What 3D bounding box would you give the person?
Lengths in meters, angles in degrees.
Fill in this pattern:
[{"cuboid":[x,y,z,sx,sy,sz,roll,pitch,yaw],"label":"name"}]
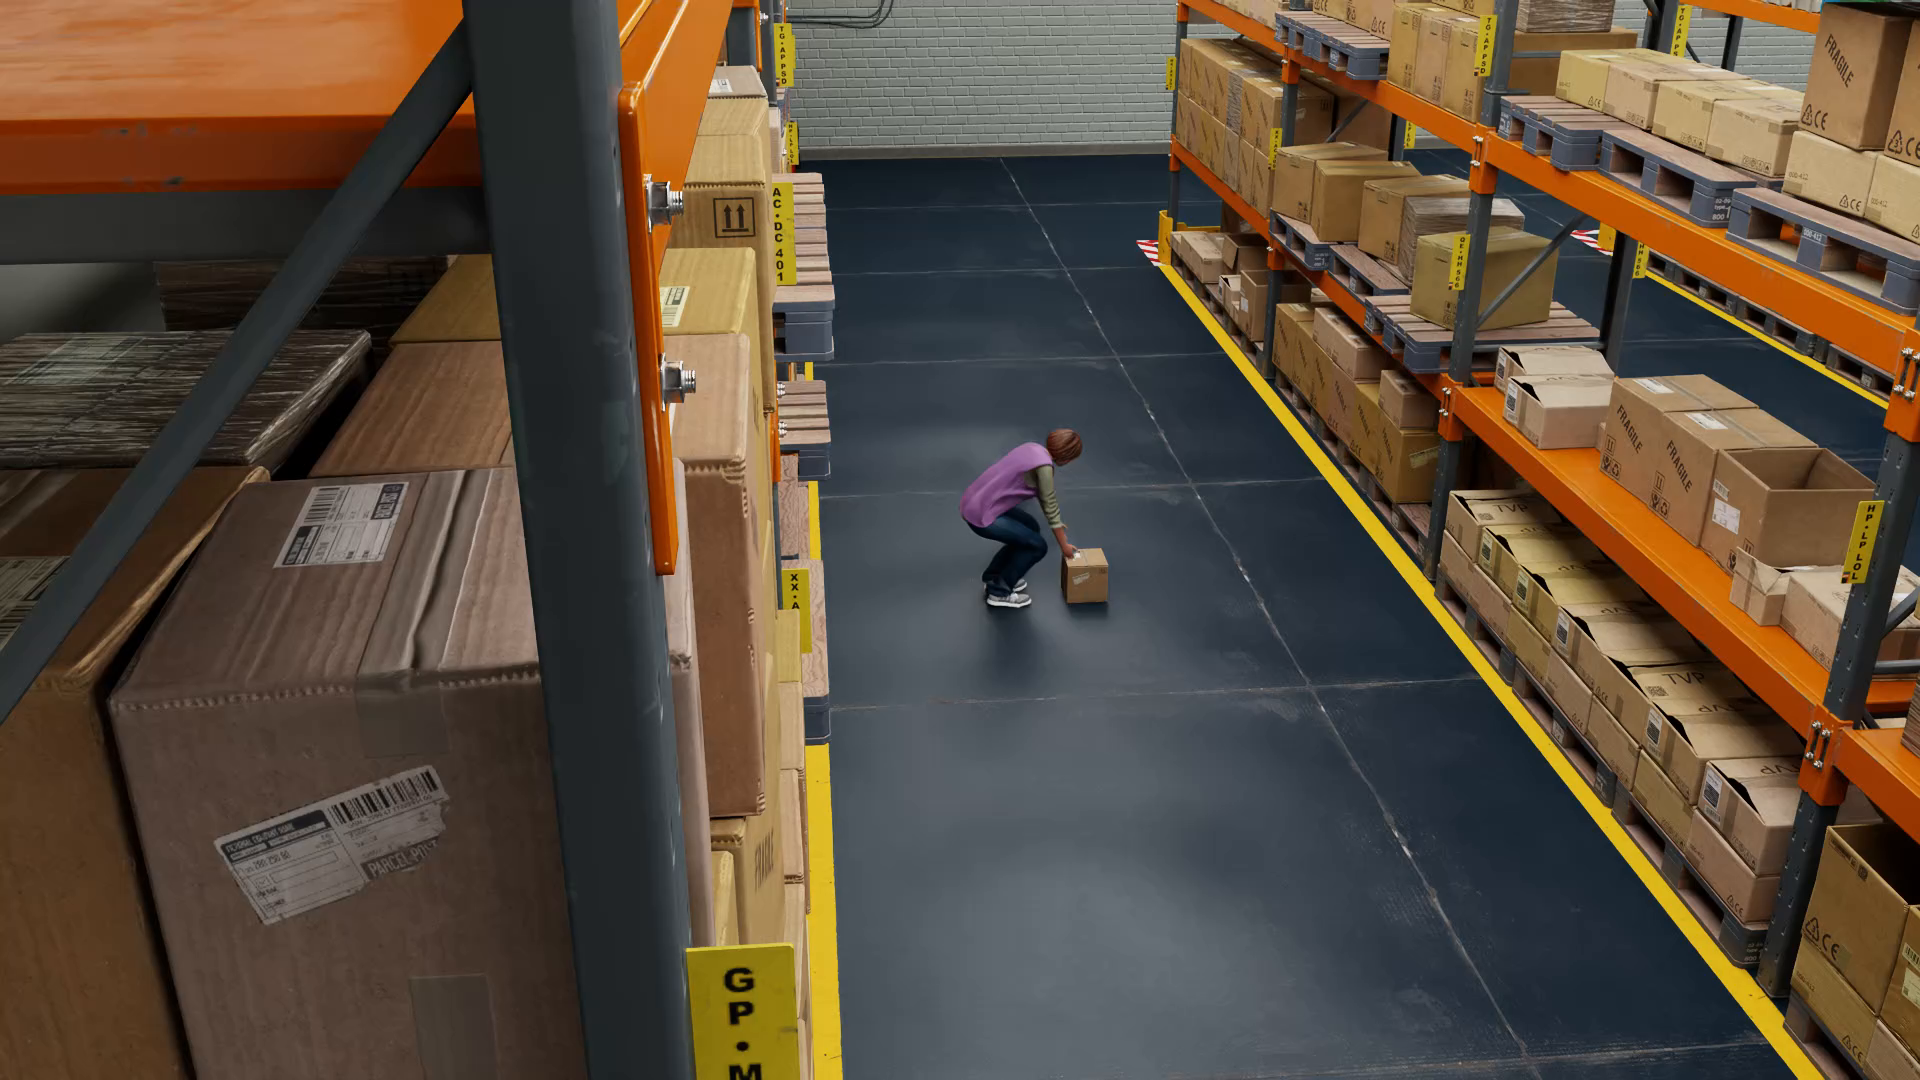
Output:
[{"cuboid":[0.363,-0.152,10.099,0.754,1.075,0.461,-2,24,-5],"label":"person"}]
